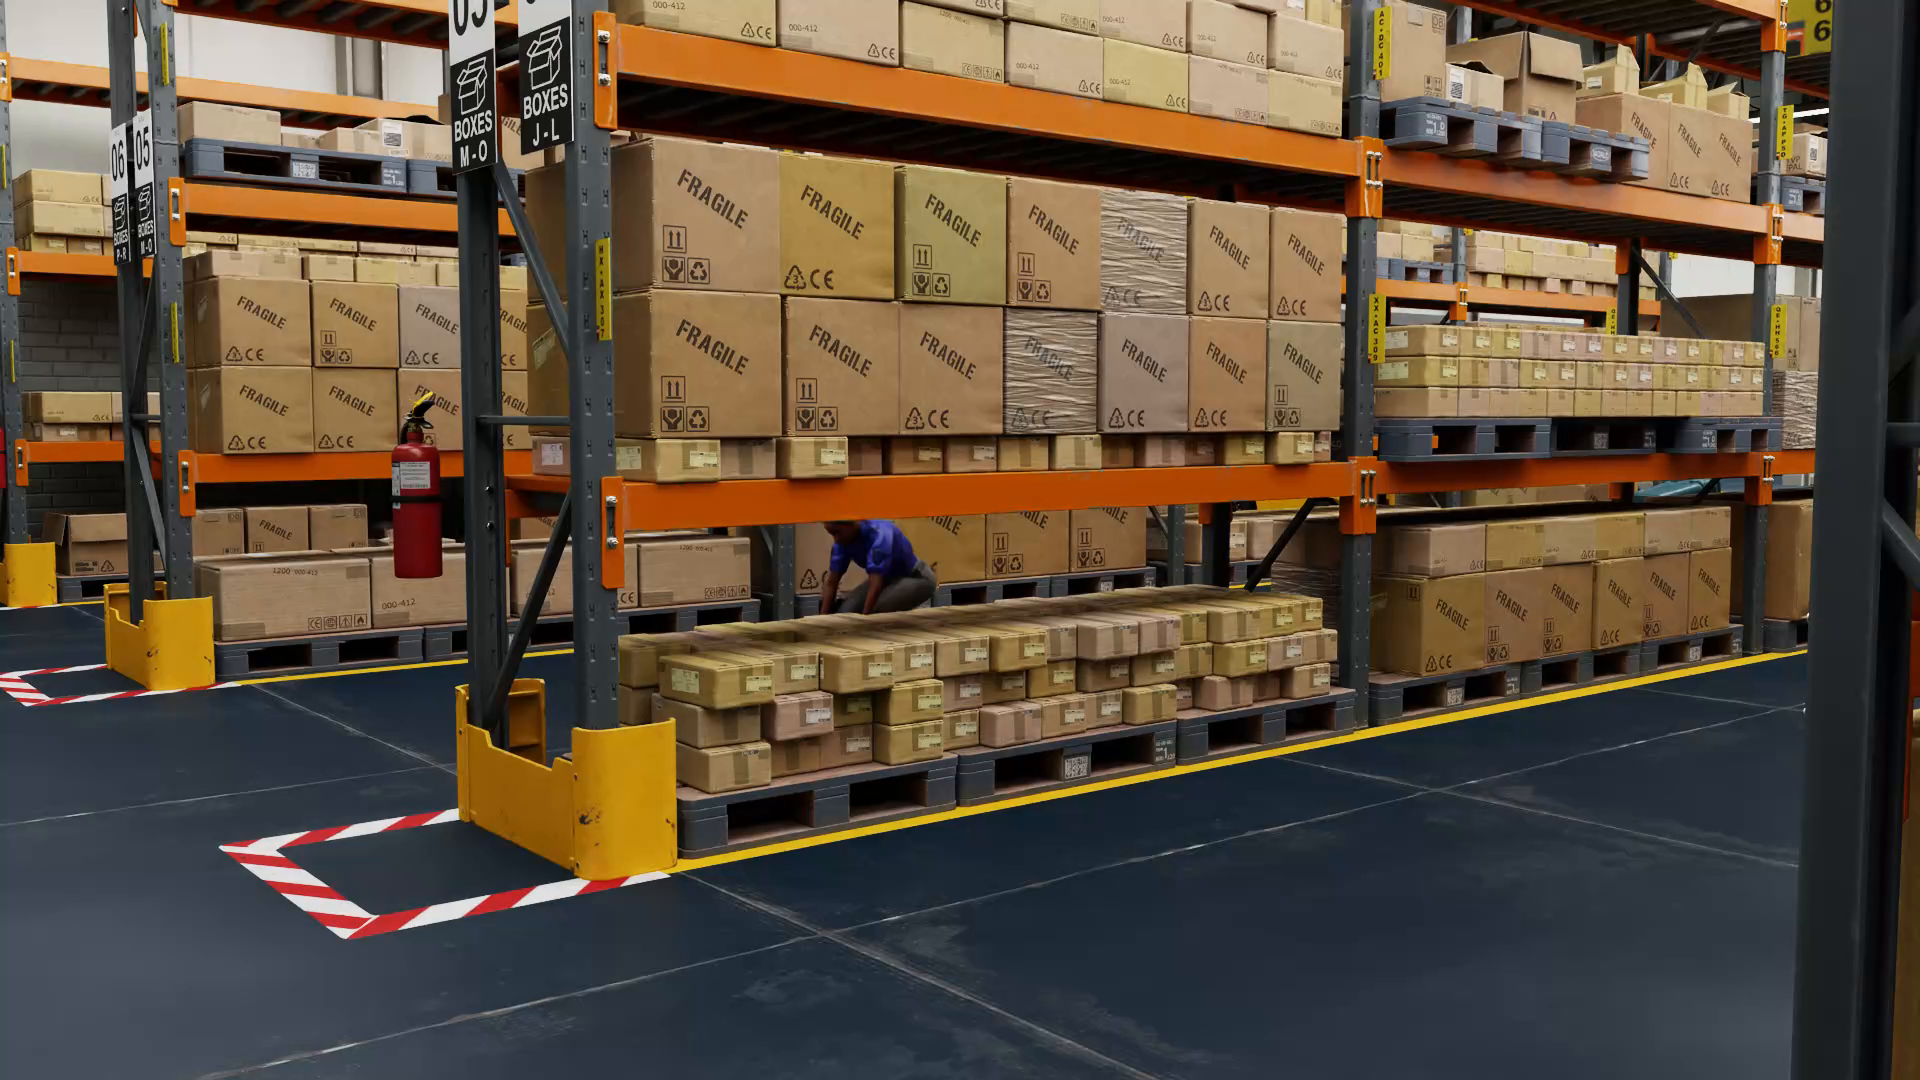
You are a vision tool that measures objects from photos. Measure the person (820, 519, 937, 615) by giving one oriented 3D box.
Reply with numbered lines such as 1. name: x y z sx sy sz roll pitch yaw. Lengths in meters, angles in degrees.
1. person: -0.469 0.293 9.470 0.763 1.052 0.495 -4 6 -39
